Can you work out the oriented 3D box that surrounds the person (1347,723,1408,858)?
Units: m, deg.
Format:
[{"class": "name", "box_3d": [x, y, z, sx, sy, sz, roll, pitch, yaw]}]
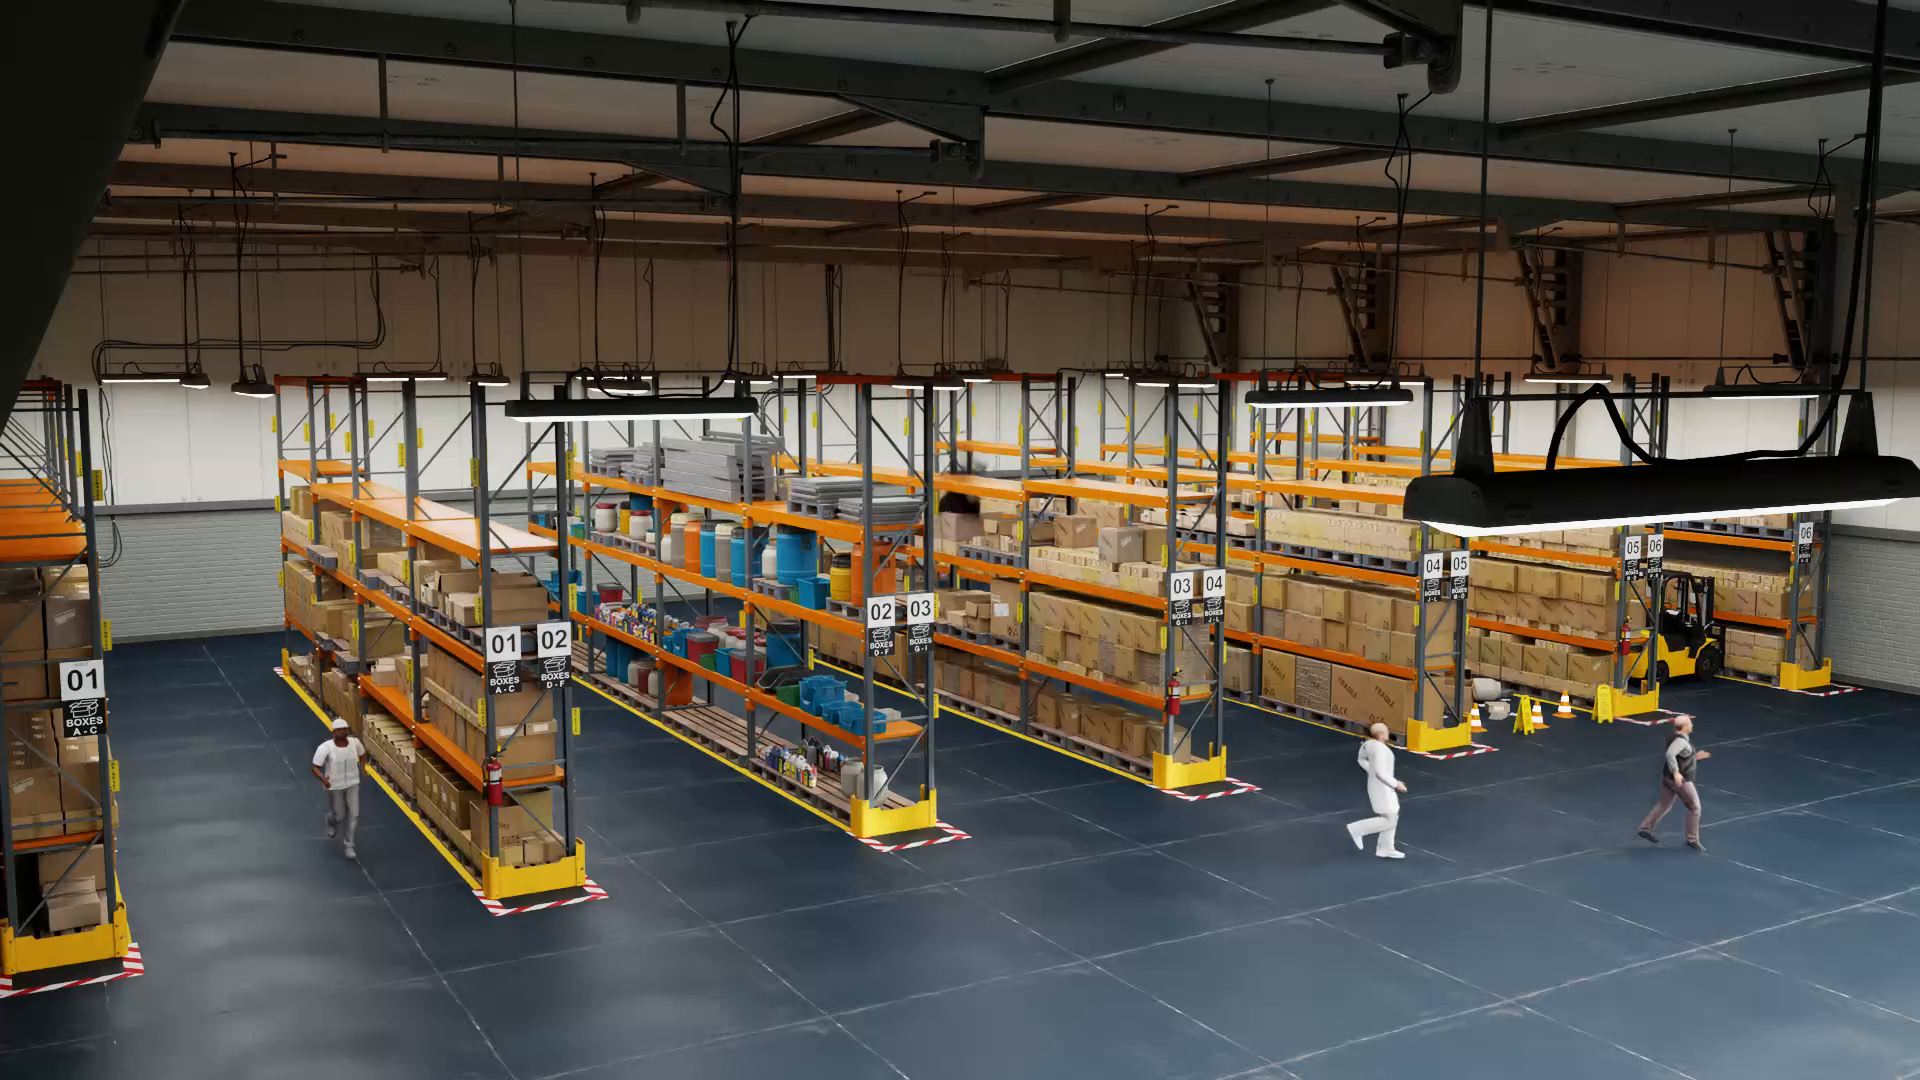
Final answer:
[{"class": "person", "box_3d": [5.270, 3.134, 21.055, 0.782, 1.665, 0.710, 0, 6, -3]}]

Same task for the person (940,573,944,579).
[{"class": "person", "box_3d": [-0.655, 0.969, 41.876, 0.565, 1.611, 0.744, 6, 9, 44]}]

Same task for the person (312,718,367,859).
[{"class": "person", "box_3d": [-7.929, 3.148, 21.335, 0.710, 1.761, 0.818, -5, 8, -36]}]

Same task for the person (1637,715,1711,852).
[{"class": "person", "box_3d": [9.206, 3.129, 21.384, 0.869, 1.774, 0.627, 0, 6, 0]}]
